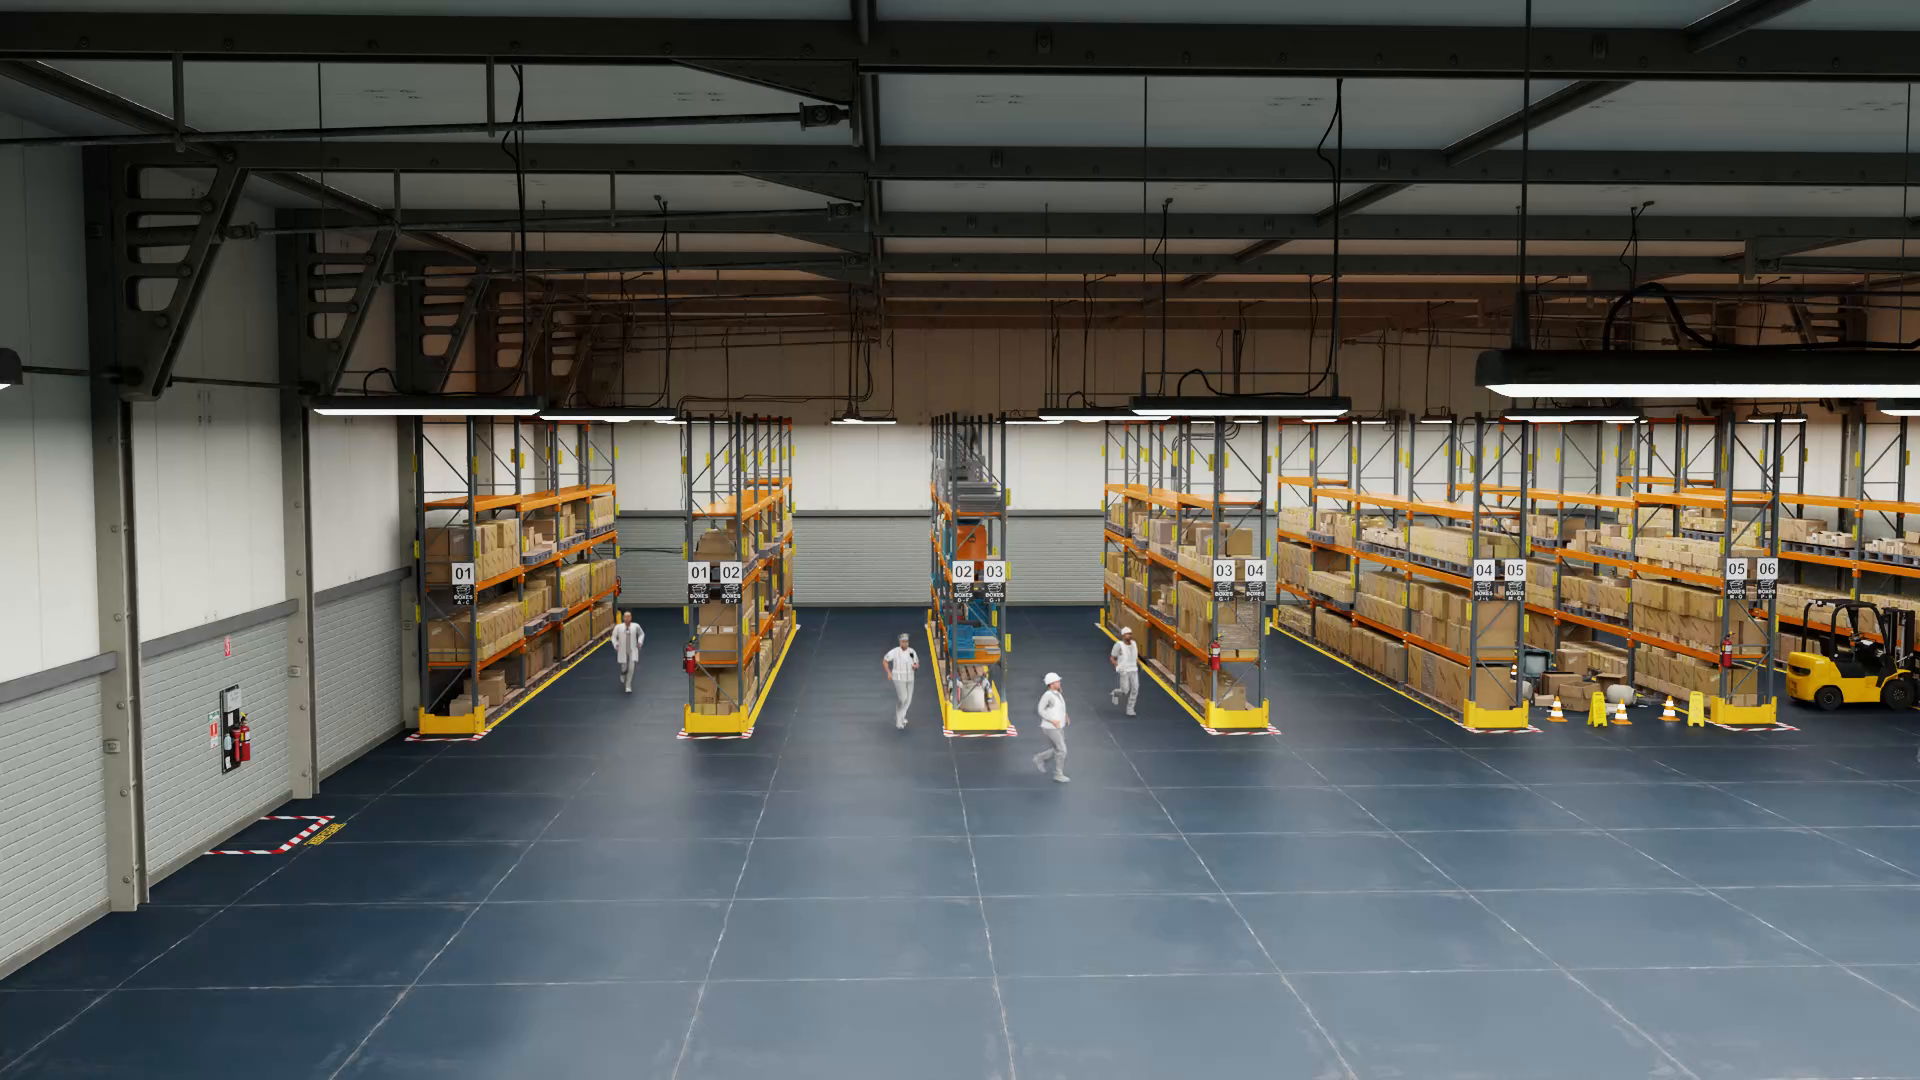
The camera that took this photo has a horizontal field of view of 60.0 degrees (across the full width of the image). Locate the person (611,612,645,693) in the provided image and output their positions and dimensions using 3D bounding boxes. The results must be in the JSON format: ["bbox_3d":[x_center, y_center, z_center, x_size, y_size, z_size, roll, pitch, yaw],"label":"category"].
[{"bbox_3d":[-7.167,2.465,35.968,0.725,1.653,0.829,-1,4,-14],"label":"person"}]

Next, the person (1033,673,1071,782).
[{"bbox_3d":[1.467,3.022,26.912,0.687,1.753,0.670,2,4,23],"label":"person"}]

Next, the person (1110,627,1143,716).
[{"bbox_3d":[3.315,2.608,33.086,0.692,1.751,0.746,-2,4,-28],"label":"person"}]

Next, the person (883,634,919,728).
[{"bbox_3d":[-1.065,2.690,31.714,0.633,1.809,0.708,-2,4,-28],"label":"person"}]
